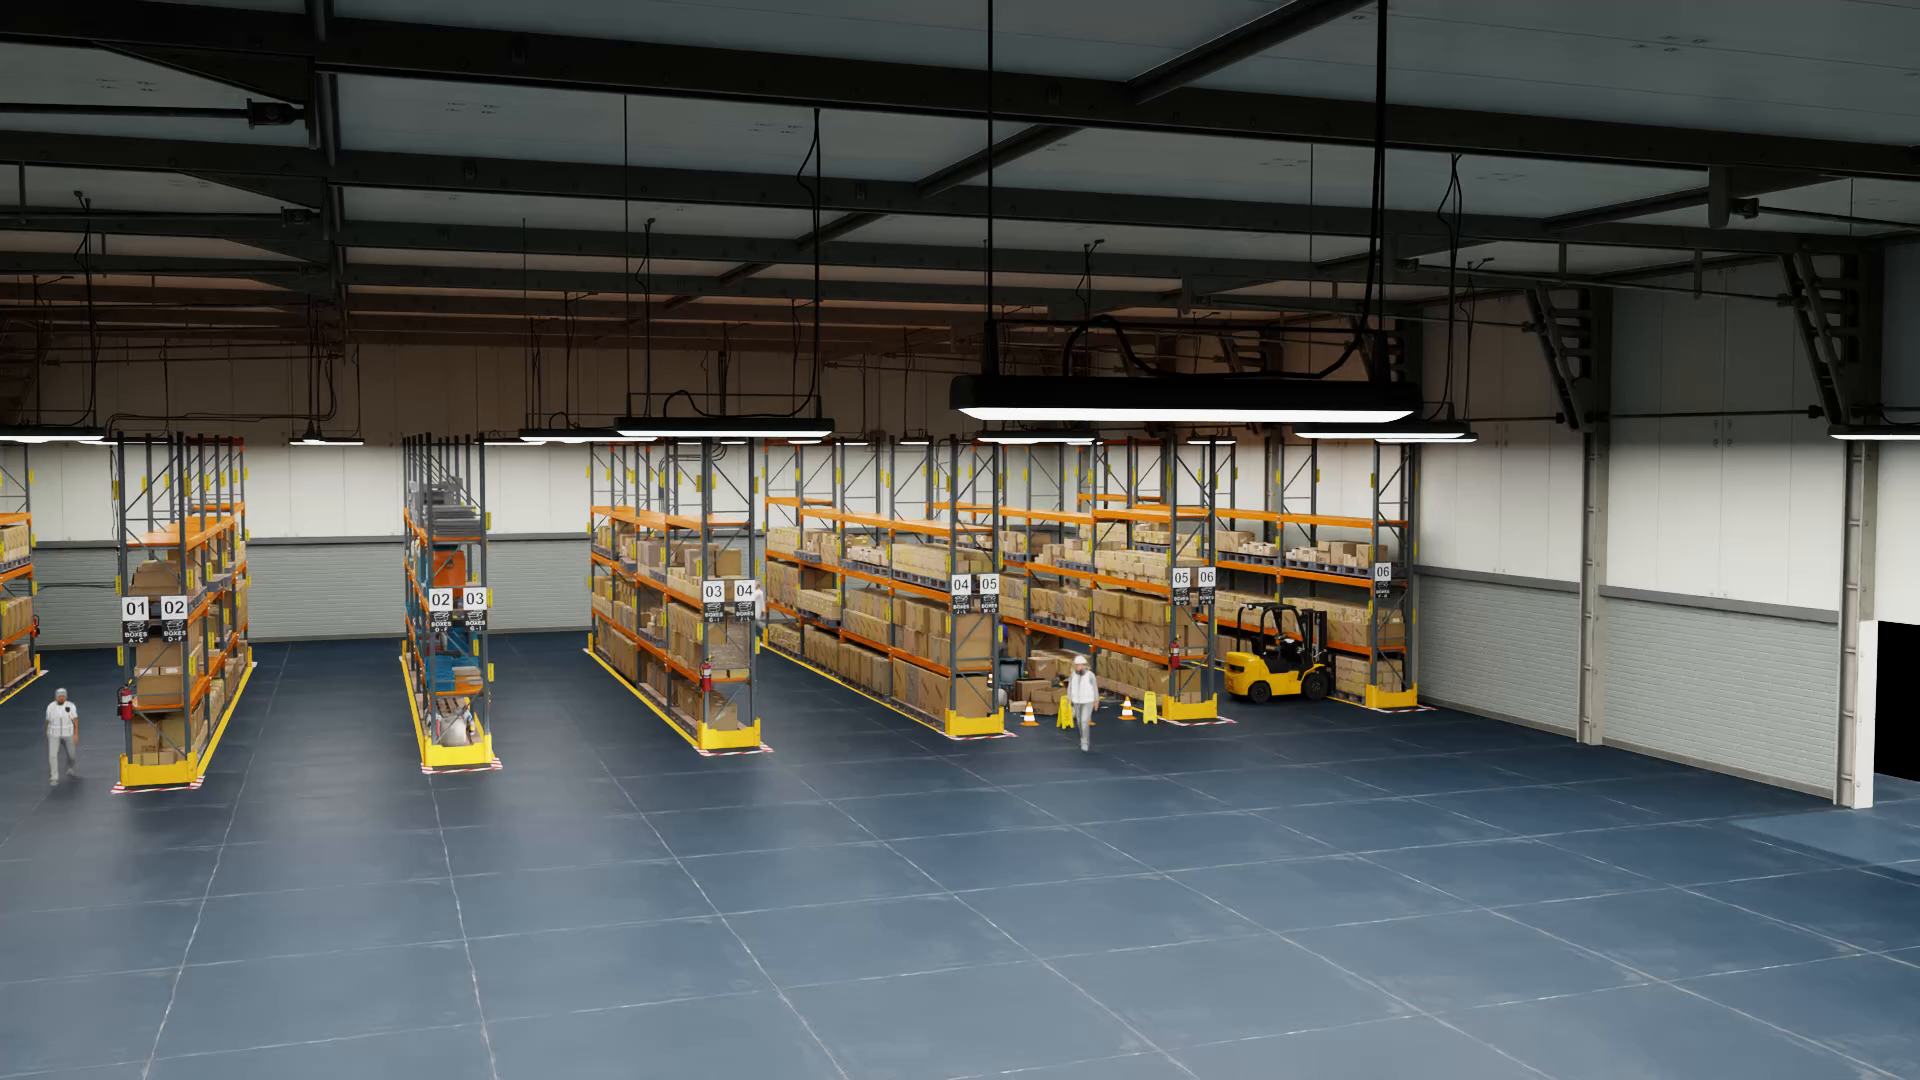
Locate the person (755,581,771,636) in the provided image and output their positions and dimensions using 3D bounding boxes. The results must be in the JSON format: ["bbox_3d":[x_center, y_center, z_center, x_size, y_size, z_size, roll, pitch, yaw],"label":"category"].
[{"bbox_3d":[-6.049,2.097,49.681,1.032,1.747,0.624,-3,4,-40],"label":"person"}]

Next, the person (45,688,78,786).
[{"bbox_3d":[-15.396,3.329,28.498,0.495,1.601,0.979,-2,4,-31],"label":"person"}]

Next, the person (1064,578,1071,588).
[{"bbox_3d":[3.376,1.987,52.731,0.454,1.589,0.445,-1,3,-23],"label":"person"}]

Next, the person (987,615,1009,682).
[{"bbox_3d":[0.990,2.679,40.591,0.487,1.669,0.687,-2,4,-32],"label":"person"}]

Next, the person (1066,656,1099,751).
[{"bbox_3d":[2.294,3.087,31.551,0.615,1.763,0.817,2,4,31],"label":"person"}]
